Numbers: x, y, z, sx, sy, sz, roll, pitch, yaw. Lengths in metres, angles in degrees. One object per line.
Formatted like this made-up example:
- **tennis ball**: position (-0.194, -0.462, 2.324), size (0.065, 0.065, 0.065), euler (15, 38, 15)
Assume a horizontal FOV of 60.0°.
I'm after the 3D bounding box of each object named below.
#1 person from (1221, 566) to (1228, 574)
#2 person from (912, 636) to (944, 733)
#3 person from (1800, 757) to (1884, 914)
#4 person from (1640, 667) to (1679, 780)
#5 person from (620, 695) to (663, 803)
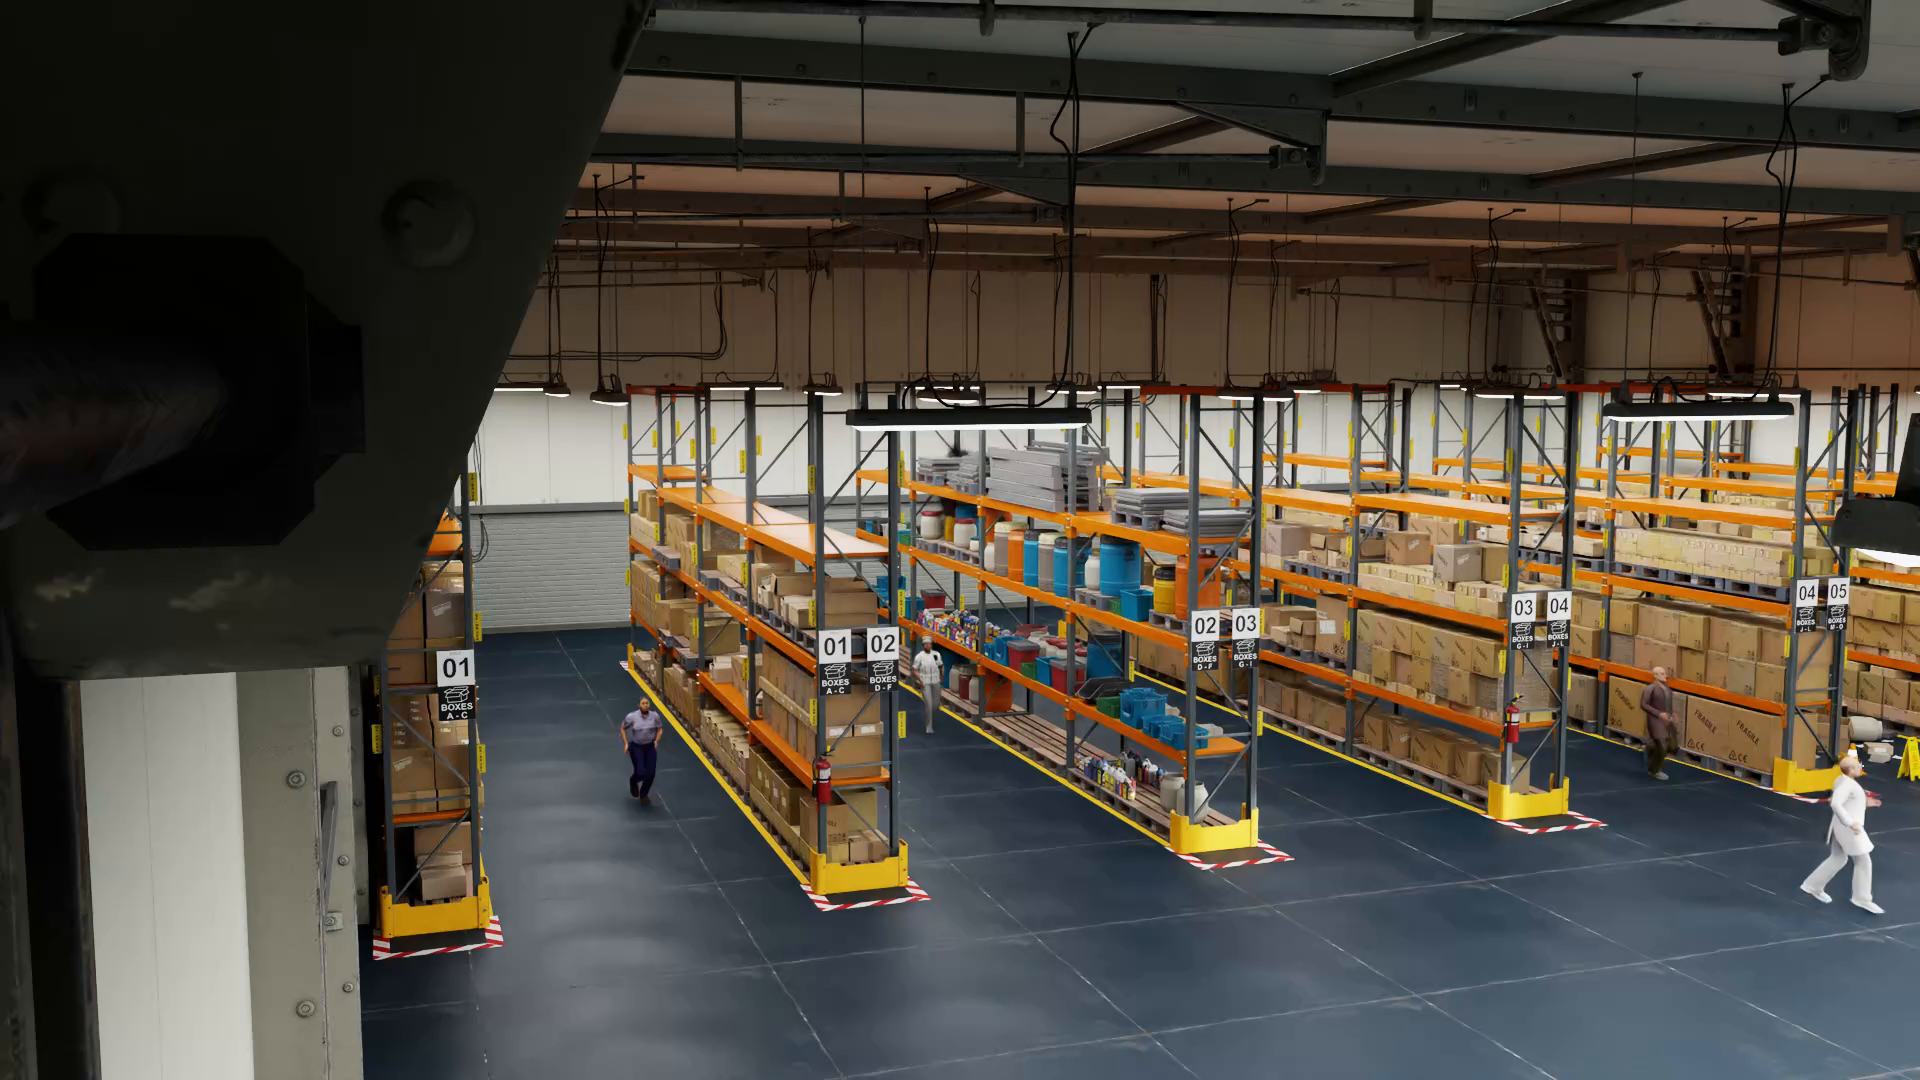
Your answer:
- **person**: position (6.034, 1.452, 39.076), size (0.815, 1.691, 0.513), euler (0, 6, -3)
- **person**: position (-0.542, 2.469, 28.722), size (0.575, 1.673, 0.532), euler (-2, 6, -15)
- **person**: position (10.355, 3.440, 19.452), size (0.876, 1.810, 0.694), euler (1, 6, 11)
- **person**: position (10.804, 2.823, 25.737), size (0.711, 1.735, 0.637), euler (-4, 7, -31)
- **person**: position (-4.585, 3.060, 24.128), size (0.592, 1.575, 0.588), euler (-3, 7, -25)
